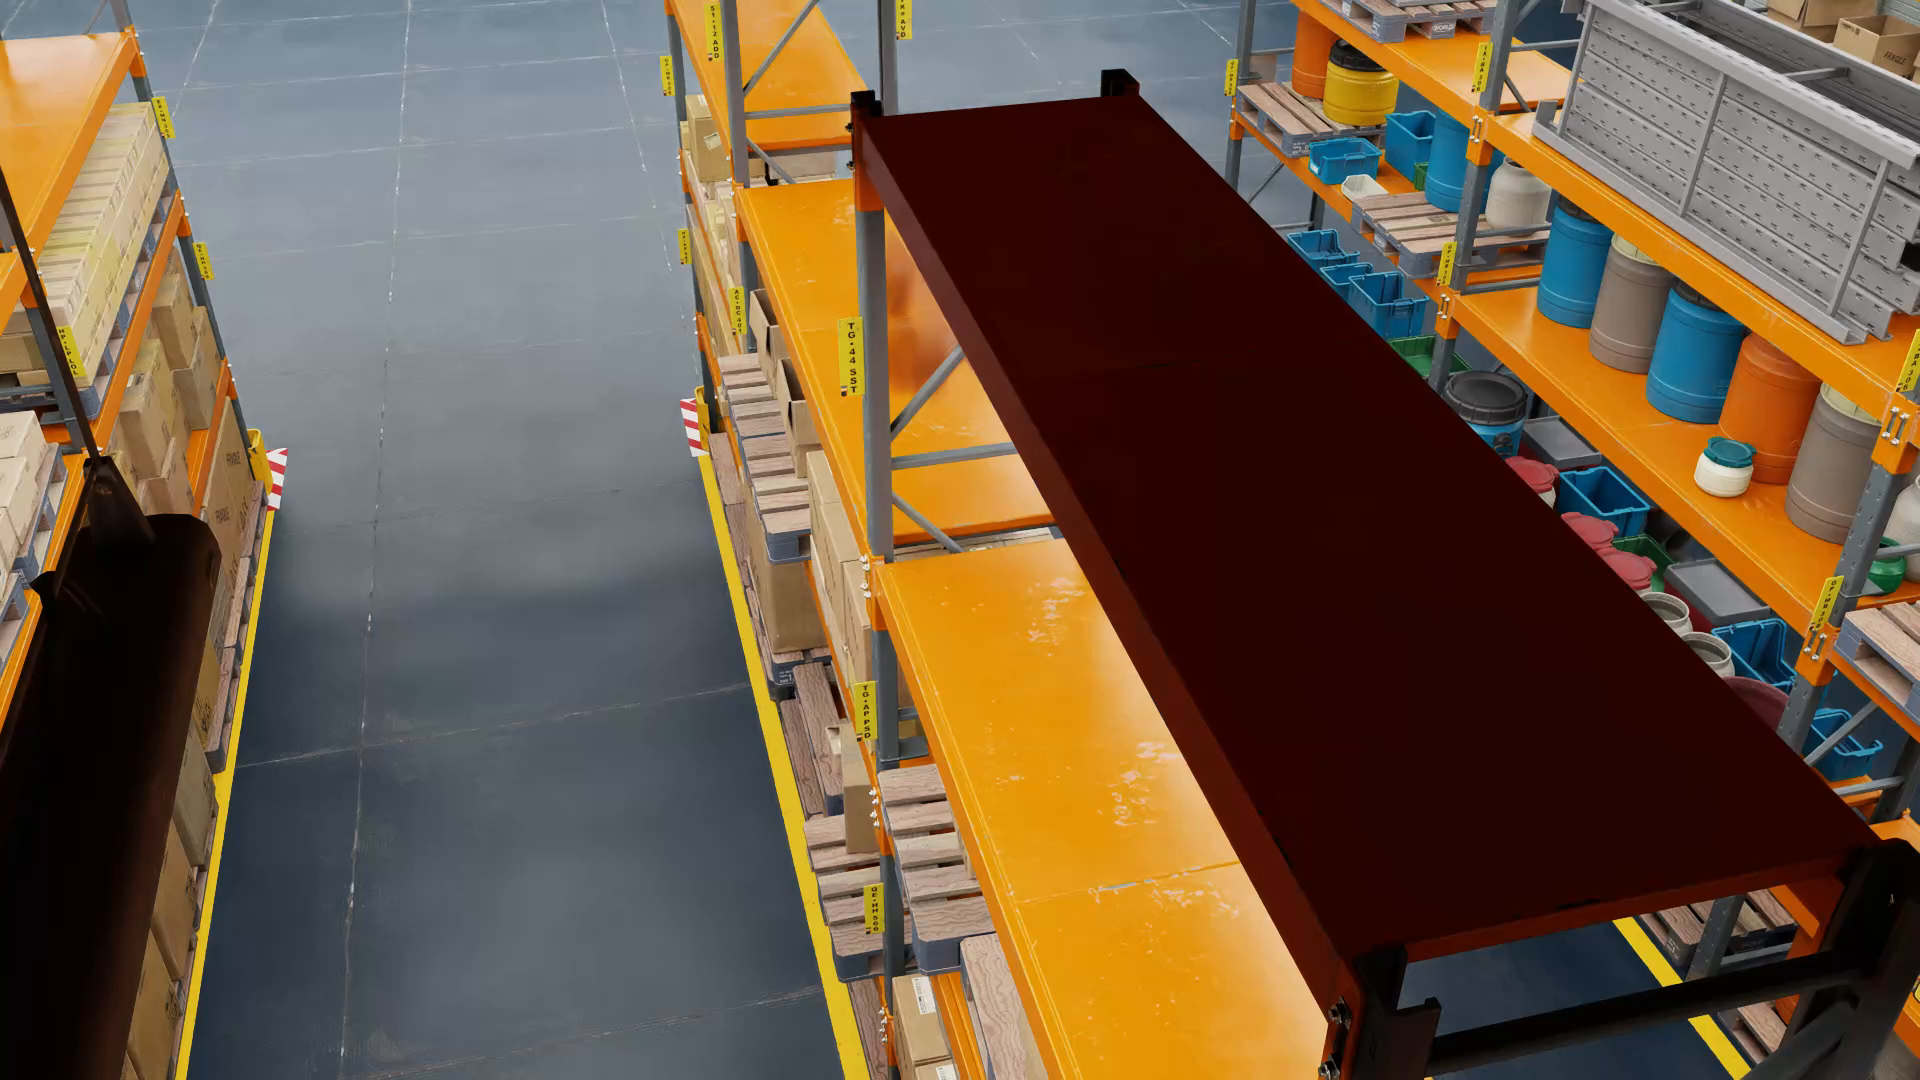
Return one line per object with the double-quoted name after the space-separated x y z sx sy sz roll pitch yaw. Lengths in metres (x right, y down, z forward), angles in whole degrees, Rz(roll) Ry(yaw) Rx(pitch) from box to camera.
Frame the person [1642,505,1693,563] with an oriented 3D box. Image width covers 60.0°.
5.574 -0.166 12.876 0.579 1.625 0.794 -12 36 -16 "person"
